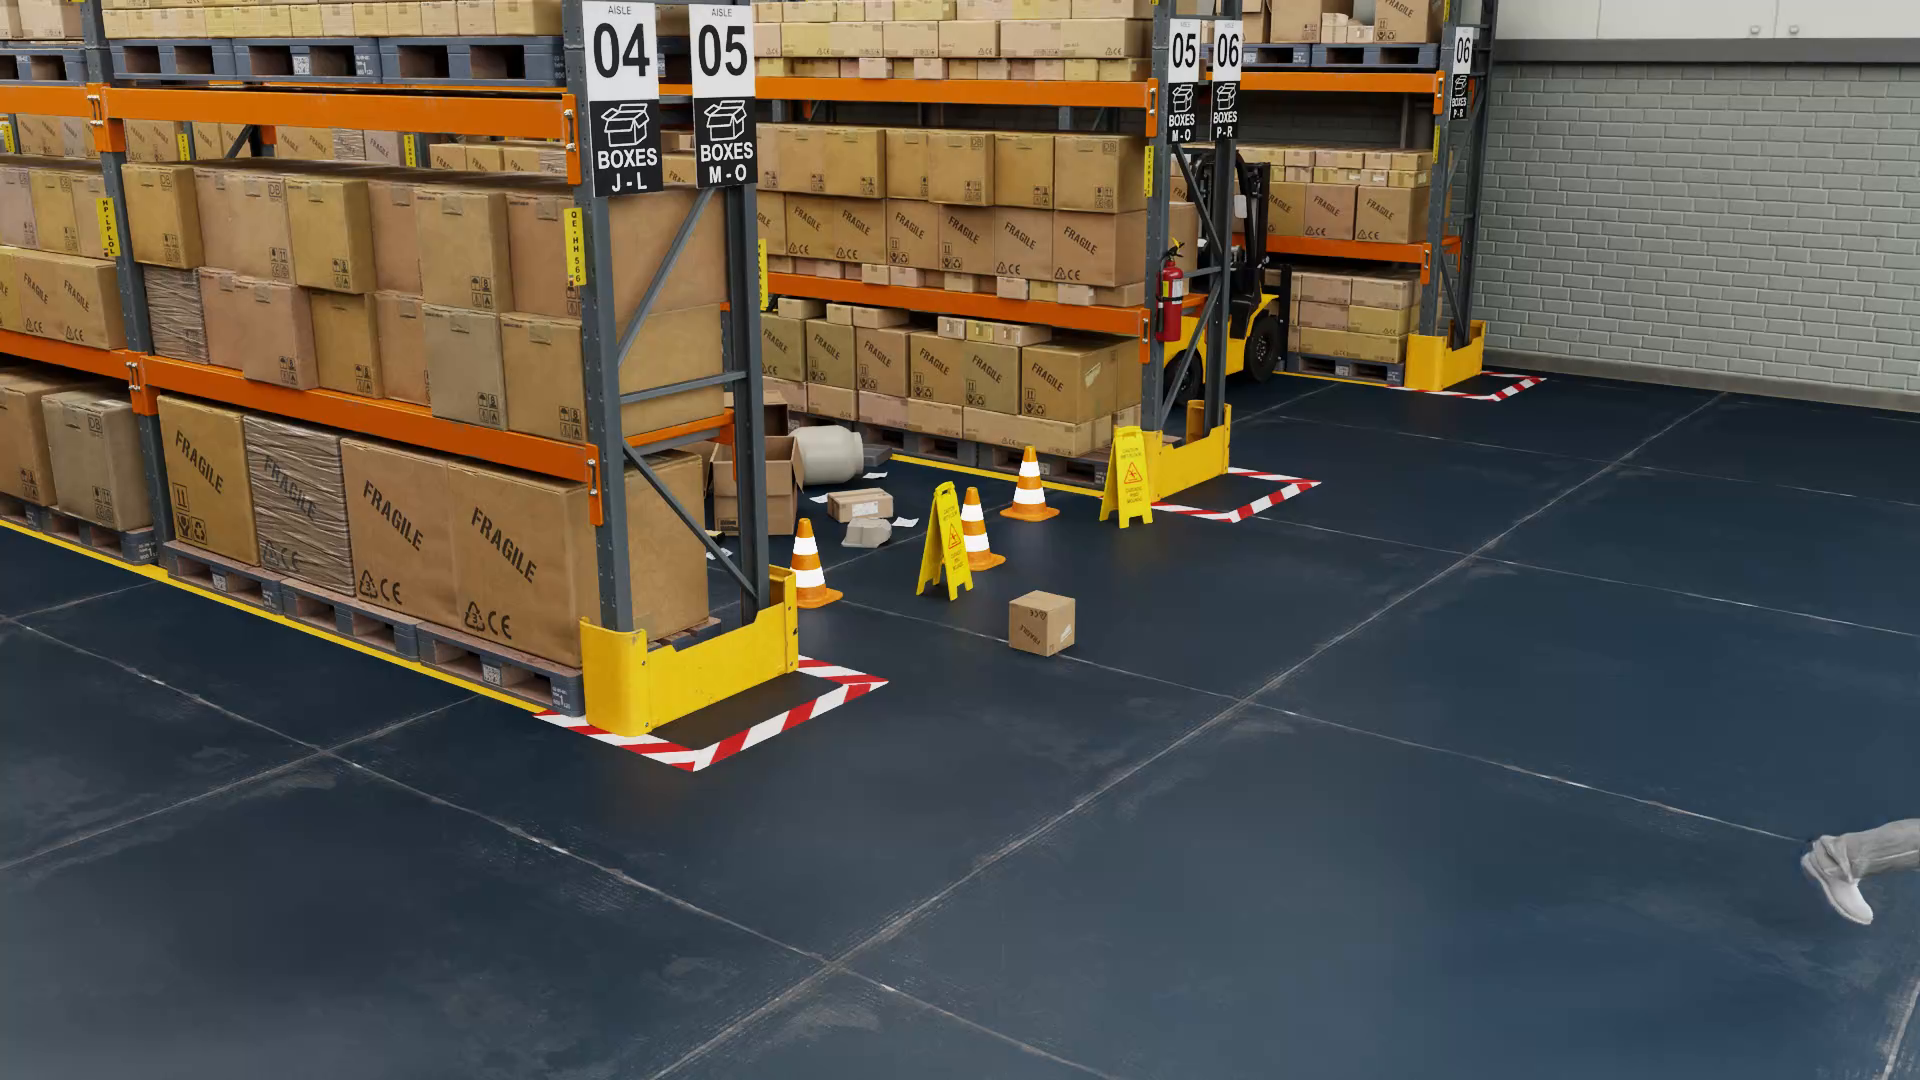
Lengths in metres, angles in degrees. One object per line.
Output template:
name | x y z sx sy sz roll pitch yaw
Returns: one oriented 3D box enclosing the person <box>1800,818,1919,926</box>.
person | 3.393 0.572 5.544 0.873 1.743 0.541 12 21 36
